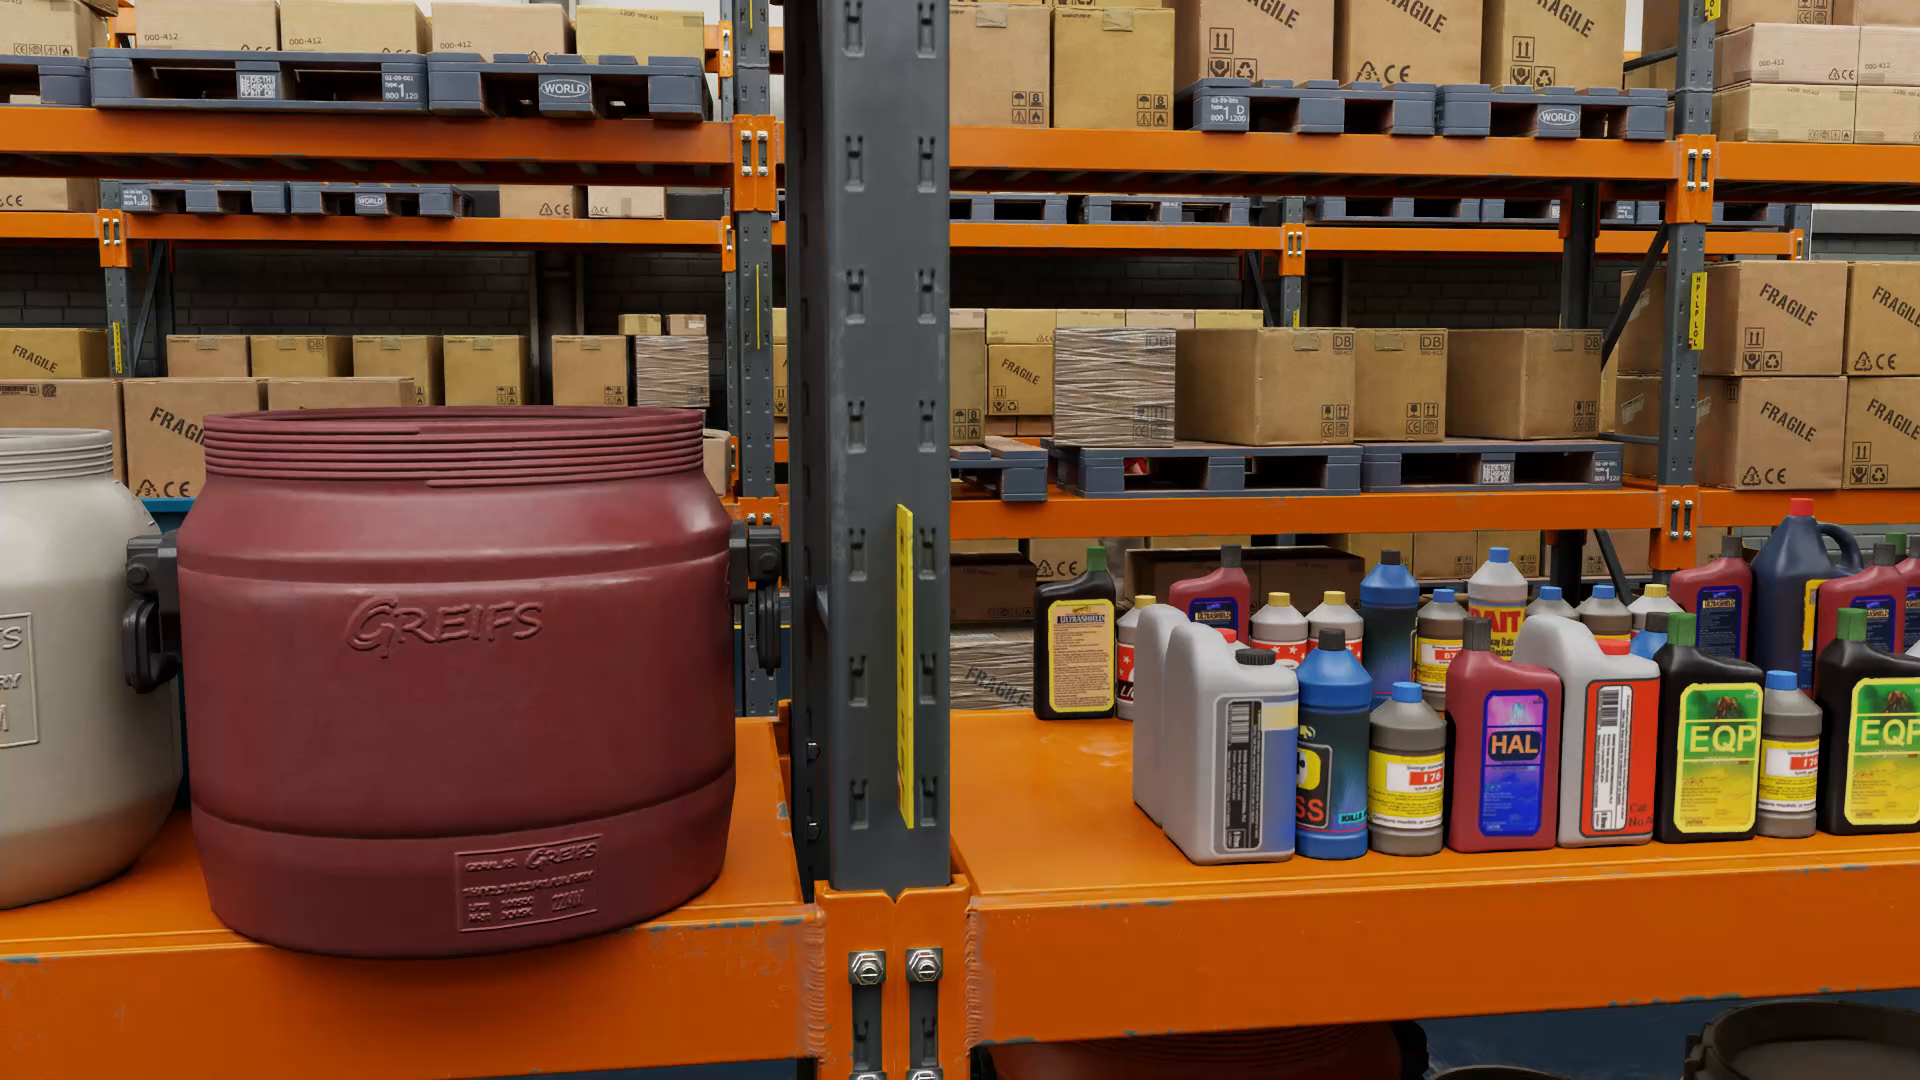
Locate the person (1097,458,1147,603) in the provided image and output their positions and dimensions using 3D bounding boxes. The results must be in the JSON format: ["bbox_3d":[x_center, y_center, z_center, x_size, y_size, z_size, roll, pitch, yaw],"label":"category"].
[{"bbox_3d":[1.089,-0.133,10.518,0.531,1.712,0.493,-1,7,-8],"label":"person"}]
